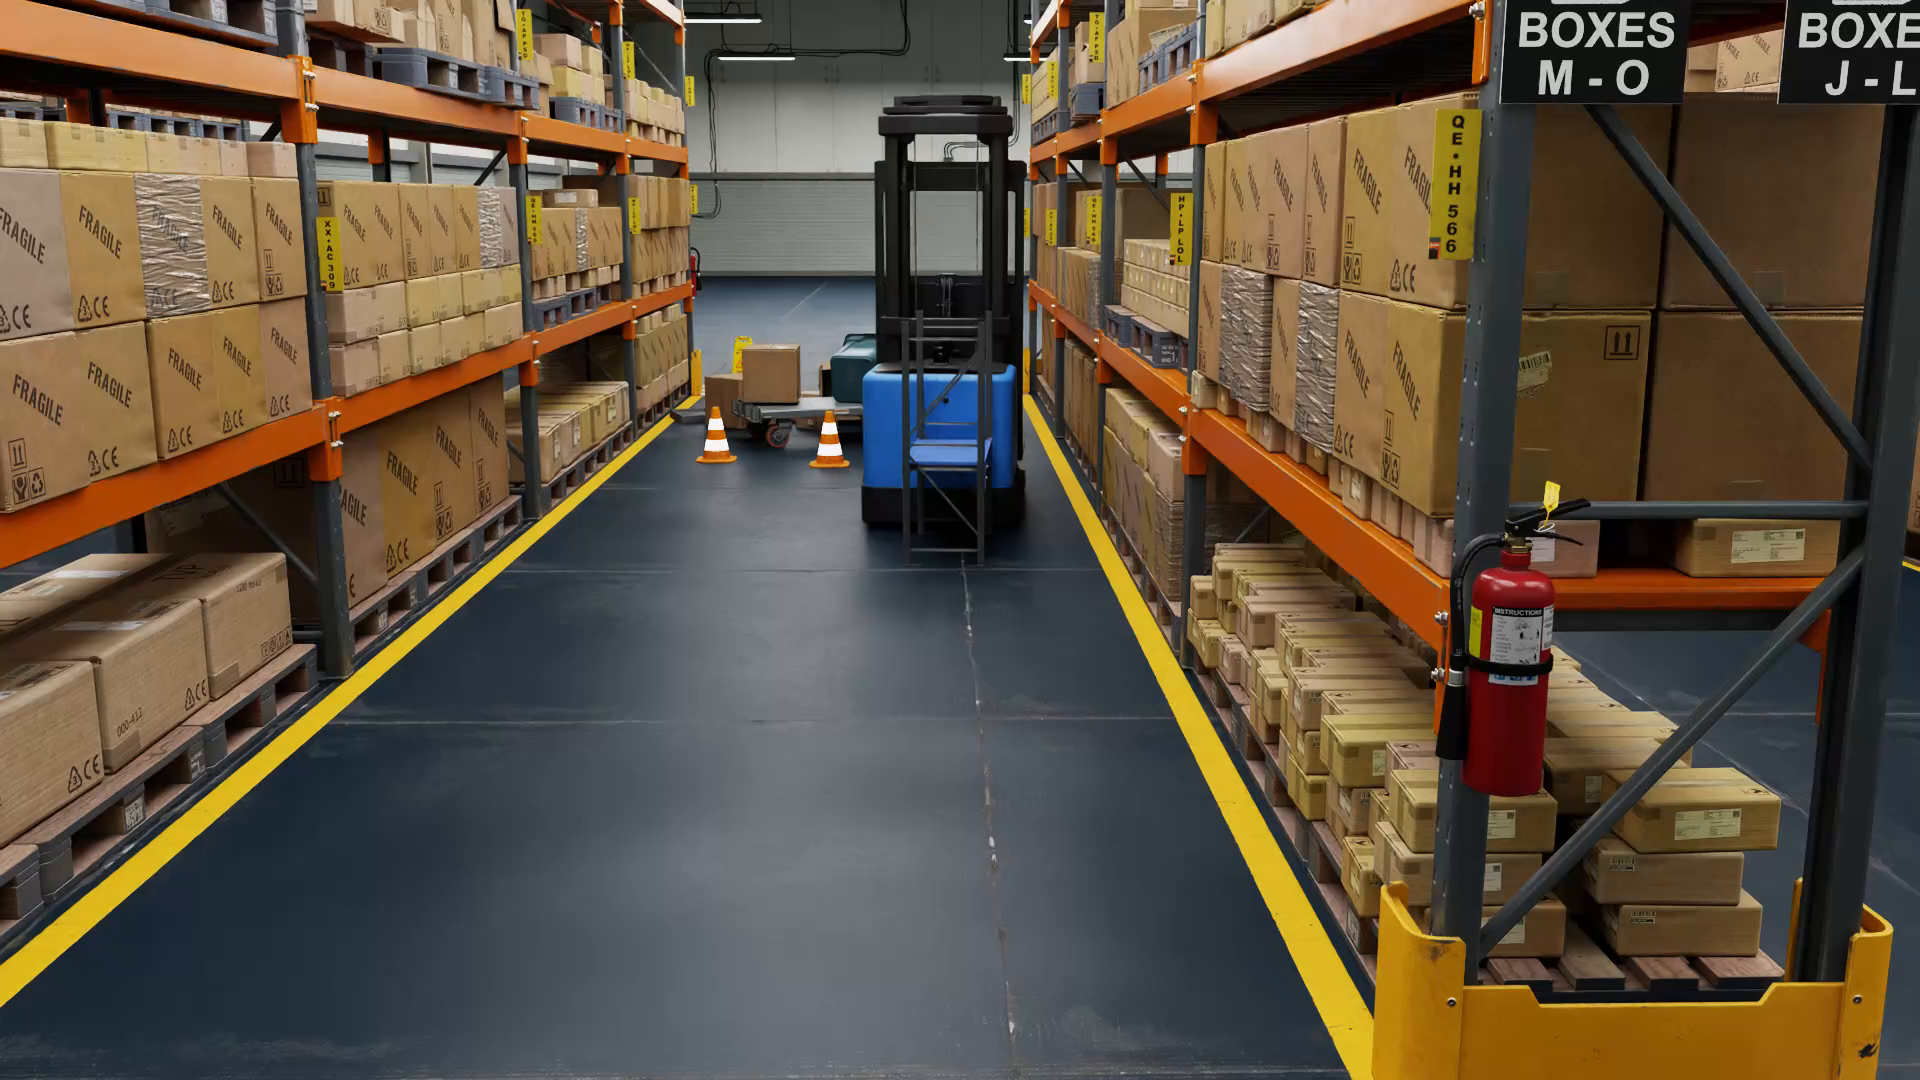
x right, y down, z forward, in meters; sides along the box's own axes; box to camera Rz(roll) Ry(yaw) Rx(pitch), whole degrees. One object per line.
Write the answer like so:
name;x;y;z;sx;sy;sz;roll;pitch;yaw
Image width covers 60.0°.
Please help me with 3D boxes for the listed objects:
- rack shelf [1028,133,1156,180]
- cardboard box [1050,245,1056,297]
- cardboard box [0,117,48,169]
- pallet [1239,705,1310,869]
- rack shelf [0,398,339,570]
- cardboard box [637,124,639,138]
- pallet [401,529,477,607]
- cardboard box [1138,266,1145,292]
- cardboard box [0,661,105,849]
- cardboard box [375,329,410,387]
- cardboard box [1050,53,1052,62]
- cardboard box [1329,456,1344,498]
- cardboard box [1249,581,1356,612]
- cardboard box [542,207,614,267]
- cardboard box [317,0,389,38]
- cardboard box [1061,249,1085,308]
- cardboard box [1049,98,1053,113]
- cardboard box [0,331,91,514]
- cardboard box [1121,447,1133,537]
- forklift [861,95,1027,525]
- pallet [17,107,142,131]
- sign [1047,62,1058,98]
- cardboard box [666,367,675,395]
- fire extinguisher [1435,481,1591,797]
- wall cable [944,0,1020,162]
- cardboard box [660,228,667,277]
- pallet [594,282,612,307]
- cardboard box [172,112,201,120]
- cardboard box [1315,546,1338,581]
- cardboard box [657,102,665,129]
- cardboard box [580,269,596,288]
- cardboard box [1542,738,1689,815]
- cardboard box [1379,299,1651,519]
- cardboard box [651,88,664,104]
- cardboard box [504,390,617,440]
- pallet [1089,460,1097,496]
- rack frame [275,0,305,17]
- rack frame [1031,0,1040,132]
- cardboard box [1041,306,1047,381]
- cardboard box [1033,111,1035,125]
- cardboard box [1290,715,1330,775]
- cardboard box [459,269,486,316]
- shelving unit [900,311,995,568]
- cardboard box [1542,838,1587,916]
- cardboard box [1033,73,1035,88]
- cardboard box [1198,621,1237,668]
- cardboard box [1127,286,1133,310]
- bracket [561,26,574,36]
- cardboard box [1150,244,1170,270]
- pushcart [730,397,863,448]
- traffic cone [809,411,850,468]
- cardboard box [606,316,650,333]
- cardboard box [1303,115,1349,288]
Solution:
rack shelf;1.360;-3.962;17.309;1.077;0.370;4.000;0;11;-1
cardboard box;1.348;-2.703;16.461;0.875;0.550;0.550;0;11;-1
cardboard box;-3.040;-1.208;5.070;0.380;0.149;0.250;0;11;-1
pallet;1.644;0.886;6.159;1.003;0.211;1.213;0;11;-1
rack shelf;-3.339;-0.066;5.650;1.077;0.370;4.000;0;11;-1
cardboard box;-3.337;-3.967;16.158;0.380;0.149;0.250;0;11;1
pallet;-3.499;0.154;9.768;1.003;0.211;1.213;0;11;-1
cardboard box;1.316;-1.626;10.358;0.380;0.149;0.250;0;11;-1
cardboard box;-3.438;0.716;5.373;0.875;0.438;0.875;0;11;0
cardboard box;-3.137;-0.934;8.496;0.500;0.250;0.500;-1;11;-3
cardboard box;1.066;-4.611;16.017;0.380;0.149;0.250;0;11;-1
cardboard box;1.368;-0.205;5.155;0.380;0.149;0.250;-1;11;-4
cardboard box;1.396;0.269;6.805;0.380;0.149;0.250;-1;11;-3
cardboard box;-3.295;-2.618;14.361;0.500;0.500;0.500;0;11;-1
cardboard box;-3.108;-2.717;8.057;0.500;0.500;0.500;0;11;-2
cardboard box;1.155;-2.290;14.550;0.500;0.500;0.500;0;11;-1
cardboard box;1.062;-4.221;16.101;0.380;0.149;0.250;0;11;0
cardboard box;-3.051;-0.368;5.079;0.500;0.500;0.500;0;11;-1
cardboard box;1.273;-0.289;10.170;0.500;0.500;0.500;-1;11;-3
forklift;-0.061;-1.782;12.470;1.130;2.935;3.031;1;11;3
pallet;-8.551;-3.981;15.818;1.003;0.211;1.213;0;11;-1
sign;0.847;-4.207;15.206;0.100;0.325;0.005;0;11;-1
cardboard box;-3.323;-1.693;17.721;0.500;0.250;0.500;-1;11;-3
fire extinguisher;1.193;0.211;3.606;0.296;0.674;0.183;0;11;-1
wall cable;0.656;-14.236;50.041;2.305;6.003;0.169;0;11;-1
cardboard box;-3.337;-2.990;17.252;0.500;0.500;0.500;0;11;0
pallet;-3.675;-2.160;14.644;1.003;0.211;1.213;0;11;-1
cardboard box;-8.416;-4.663;17.397;0.700;0.500;0.500;0;11;-1
cardboard box;1.835;0.113;7.576;0.380;0.149;0.250;0;11;0
cardboard box;-3.310;-4.340;16.991;0.500;0.250;0.500;0;11;-1
cardboard box;-3.252;-2.185;13.861;0.380;0.149;0.250;0;11;-1
cardboard box;1.853;0.678;4.788;0.380;0.149;0.250;0;11;0
cardboard box;1.383;-0.345;4.213;0.500;0.500;0.500;0;11;0
cardboard box;-3.260;-4.569;17.116;0.380;0.149;0.250;0;11;0
cardboard box;-3.514;-1.077;14.378;0.950;0.372;0.625;0;11;2
pallet;1.543;-0.442;12.708;1.003;0.211;1.213;0;11;-1
rack frame;-3.380;-3.756;6.941;1.000;3.000;0.127;0;11;-1
rack frame;1.319;-6.182;18.899;1.000;3.000;0.127;0;11;-1
cardboard box;1.399;-2.272;19.001;0.875;0.875;0.875;0;11;-1
cardboard box;1.012;-4.724;18.578;0.380;0.149;0.250;0;11;-1
cardboard box;1.317;0.674;5.558;0.380;0.149;0.250;0;11;0
cardboard box;-3.153;-1.484;9.949;0.500;0.250;0.500;-1;11;-3
shelving unit;-0.068;-0.671;10.596;0.538;1.500;1.048;1;11;3
cardboard box;1.872;0.973;4.834;0.380;0.149;0.250;0;11;-1
cardboard box;1.012;-5.117;18.512;0.380;0.149;0.250;0;11;-1
cardboard box;1.259;0.461;7.355;0.380;0.149;0.250;0;11;1
cardboard box;1.297;-1.591;10.934;0.380;0.149;0.250;0;11;2
bracket;-9.610;-12.432;40.653;0.235;0.232;0.430;0;11;-1
cardboard box;1.329;-1.672;9.836;0.380;0.149;0.250;0;11;1
pushcart;-1.267;-1.141;15.732;1.648;0.377;0.936;-4;12;-21
traffic cone;-1.114;-0.869;14.178;0.336;0.463;0.334;0;11;-1
cardboard box;-3.230;-2.094;16.176;0.380;0.149;0.250;0;11;0
cardboard box;1.361;-1.040;5.128;0.500;0.500;0.500;0;11;2
